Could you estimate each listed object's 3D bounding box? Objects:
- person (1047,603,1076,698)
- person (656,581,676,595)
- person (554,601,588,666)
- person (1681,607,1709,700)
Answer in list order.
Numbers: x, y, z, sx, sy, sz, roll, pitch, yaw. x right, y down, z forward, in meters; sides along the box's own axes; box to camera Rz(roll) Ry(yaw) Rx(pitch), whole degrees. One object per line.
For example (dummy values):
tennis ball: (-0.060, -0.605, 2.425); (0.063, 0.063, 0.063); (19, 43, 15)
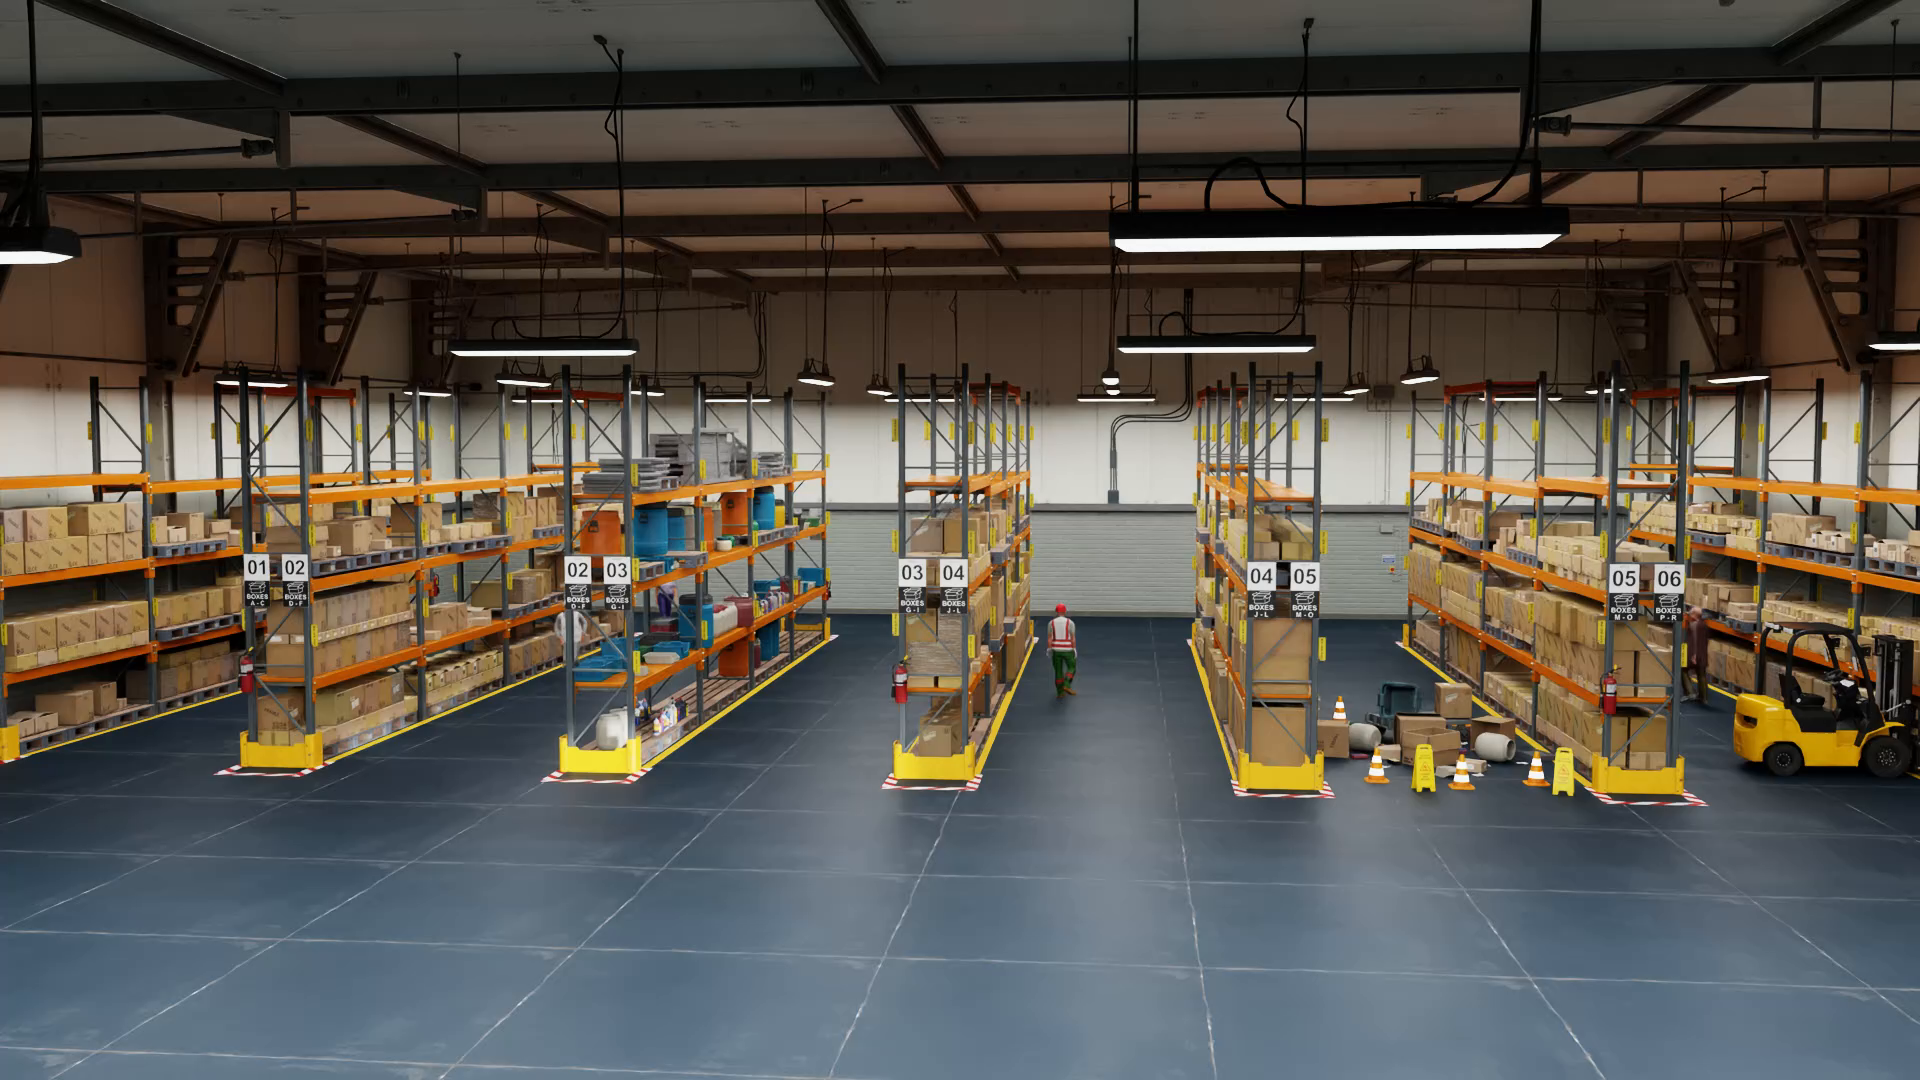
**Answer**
person: (1.923, 2.097, 31.446); (0.569, 1.790, 0.529); (1, 4, 11)
person: (-7.420, 1.145, 42.002); (0.500, 0.530, 0.288); (-2, 4, -26)
person: (-7.855, 2.008, 33.560); (0.617, 1.691, 0.594); (0, 4, 4)
person: (13.647, 2.092, 30.742); (0.579, 1.685, 0.568); (-1, 4, -13)
